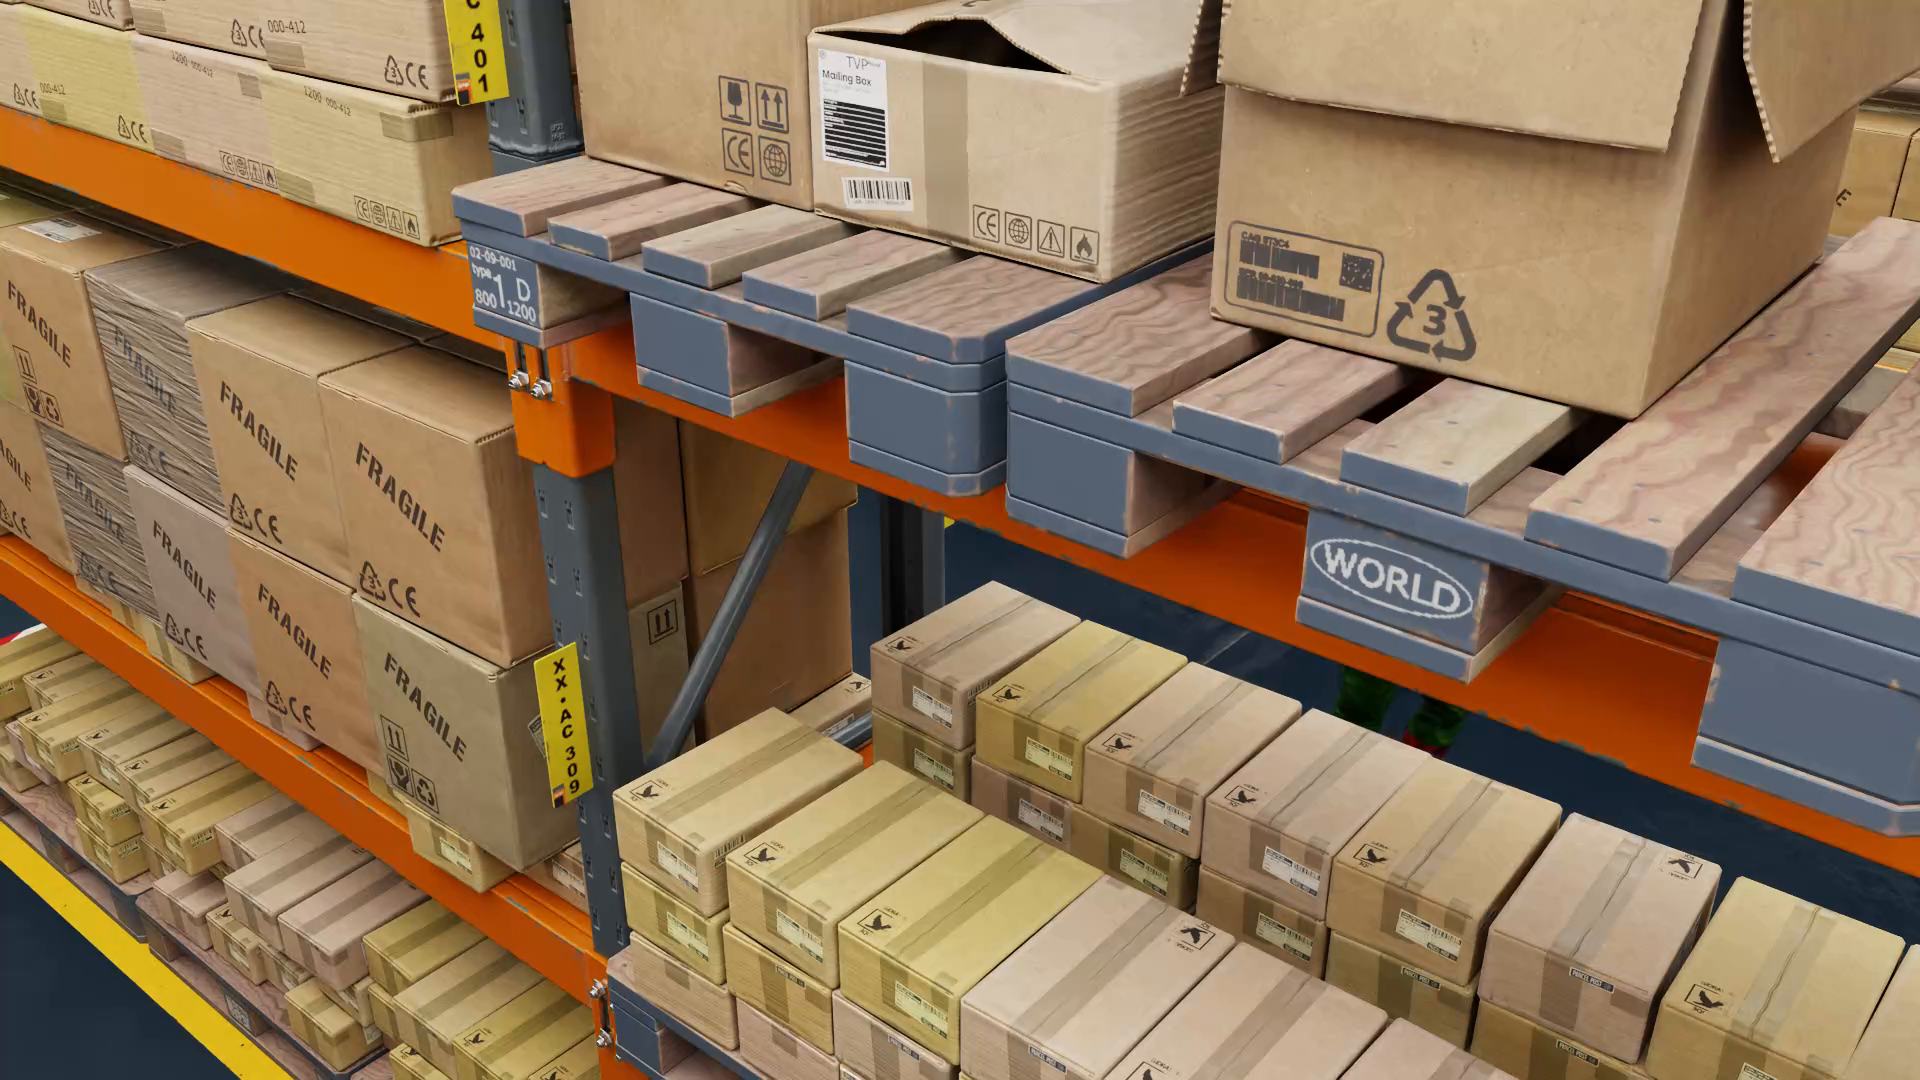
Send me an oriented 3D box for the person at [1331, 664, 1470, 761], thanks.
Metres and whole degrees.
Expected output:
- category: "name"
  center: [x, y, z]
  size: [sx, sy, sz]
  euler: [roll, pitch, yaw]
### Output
- category: "person"
  center: [1.470, 0.294, 5.533]
  size: [0.528, 1.841, 0.538]
  euler: [14, 30, 25]
